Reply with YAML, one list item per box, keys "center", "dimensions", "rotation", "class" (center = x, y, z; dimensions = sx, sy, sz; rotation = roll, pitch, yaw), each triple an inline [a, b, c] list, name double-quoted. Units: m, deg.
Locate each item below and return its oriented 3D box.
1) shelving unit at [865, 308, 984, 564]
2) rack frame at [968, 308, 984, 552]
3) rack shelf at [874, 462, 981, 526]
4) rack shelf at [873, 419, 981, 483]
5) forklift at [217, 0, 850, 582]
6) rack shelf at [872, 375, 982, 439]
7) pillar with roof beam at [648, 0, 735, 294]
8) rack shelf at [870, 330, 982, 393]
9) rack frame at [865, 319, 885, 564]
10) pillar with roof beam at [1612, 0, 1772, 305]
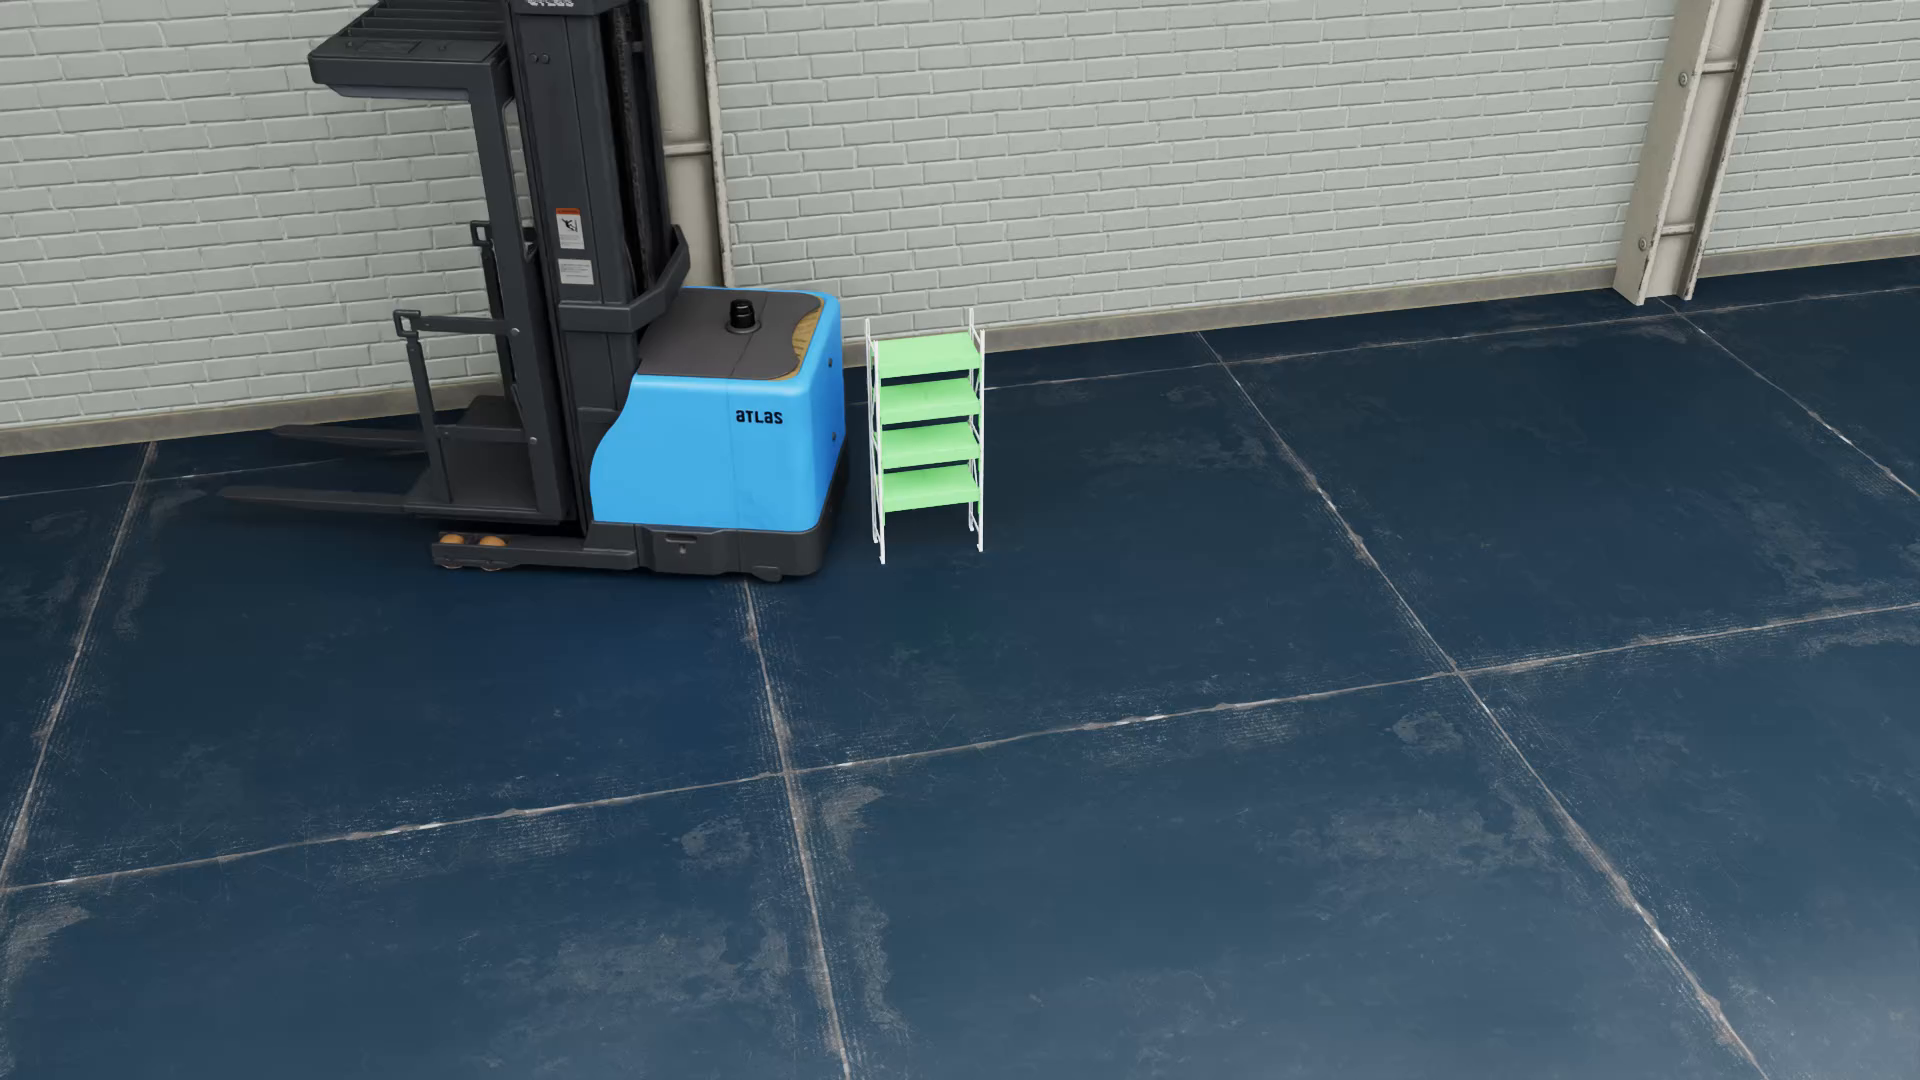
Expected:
- center: [-0.161, -0.478, 7.885]
  dimensions: [0.503, 1.200, 0.258]
  rotation: [-7, 35, -11]
  class: "shelving unit"
- center: [0.077, -0.508, 7.930]
  dimensions: [0.015, 1.200, 0.240]
  rotation: [-7, 35, -11]
  class: "rack frame"
- center: [-0.161, -0.226, 8.055]
  dimensions: [0.480, 0.148, 0.258]
  rotation: [-7, 35, -11]
  class: "rack shelf"
- center: [-0.161, -0.425, 7.921]
  dimensions: [0.480, 0.148, 0.258]
  rotation: [-7, 35, -11]
  class: "rack shelf"
- center: [-2.122, -1.356, 7.640]
  dimensions: [3.031, 2.935, 1.130]
  rotation: [3, 34, 5]
  class: "forklift"
- center: [-0.161, -0.624, 7.787]
  dimensions: [0.480, 0.148, 0.258]
  rotation: [-7, 35, -11]
  class: "rack shelf"
- center: [-0.498, -2.241, 3.513]
  dimensions: [0.400, 9.000, 9.100]
  rotation: [-7, 35, -11]
  class: "pillar with roof beam"
- center: [-0.161, -0.823, 7.653]
  dimensions: [0.480, 0.148, 0.258]
  rotation: [-7, 35, -11]
  class: "rack shelf"
- center: [-0.399, -0.448, 7.841]
  dimensions: [0.015, 1.200, 0.240]
  rotation: [-7, 35, -11]
  class: "rack frame"
- center: [5.354, -2.978, 4.612]
  dimensions: [0.400, 9.000, 9.100]
  rotation: [-7, 35, -11]
  class: "pillar with roof beam"
